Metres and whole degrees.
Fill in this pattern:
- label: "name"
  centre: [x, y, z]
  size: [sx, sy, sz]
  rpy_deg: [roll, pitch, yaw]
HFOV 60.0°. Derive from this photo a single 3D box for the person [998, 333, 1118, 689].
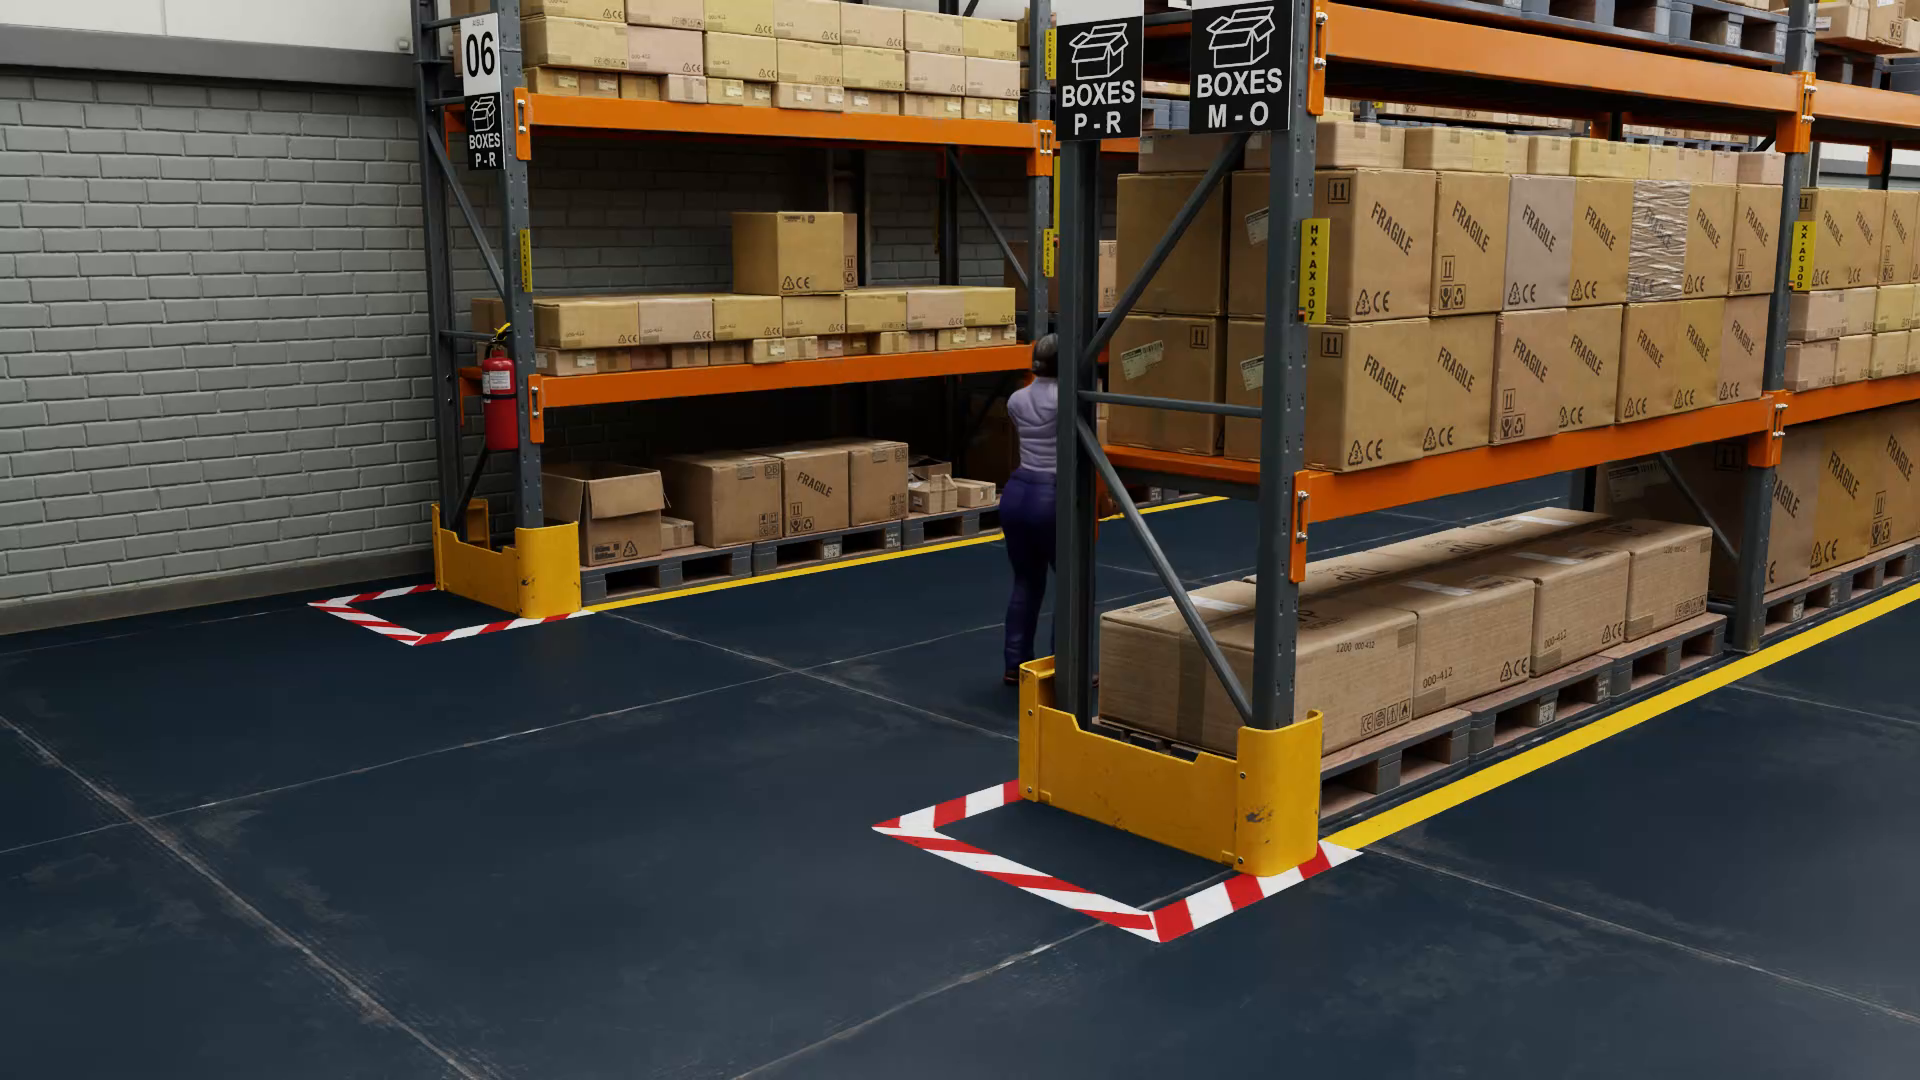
- label: "person"
  centre: [0.448, -0.130, 7.687]
  size: [0.536, 1.645, 0.434]
  rpy_deg: [-10, 15, -44]
